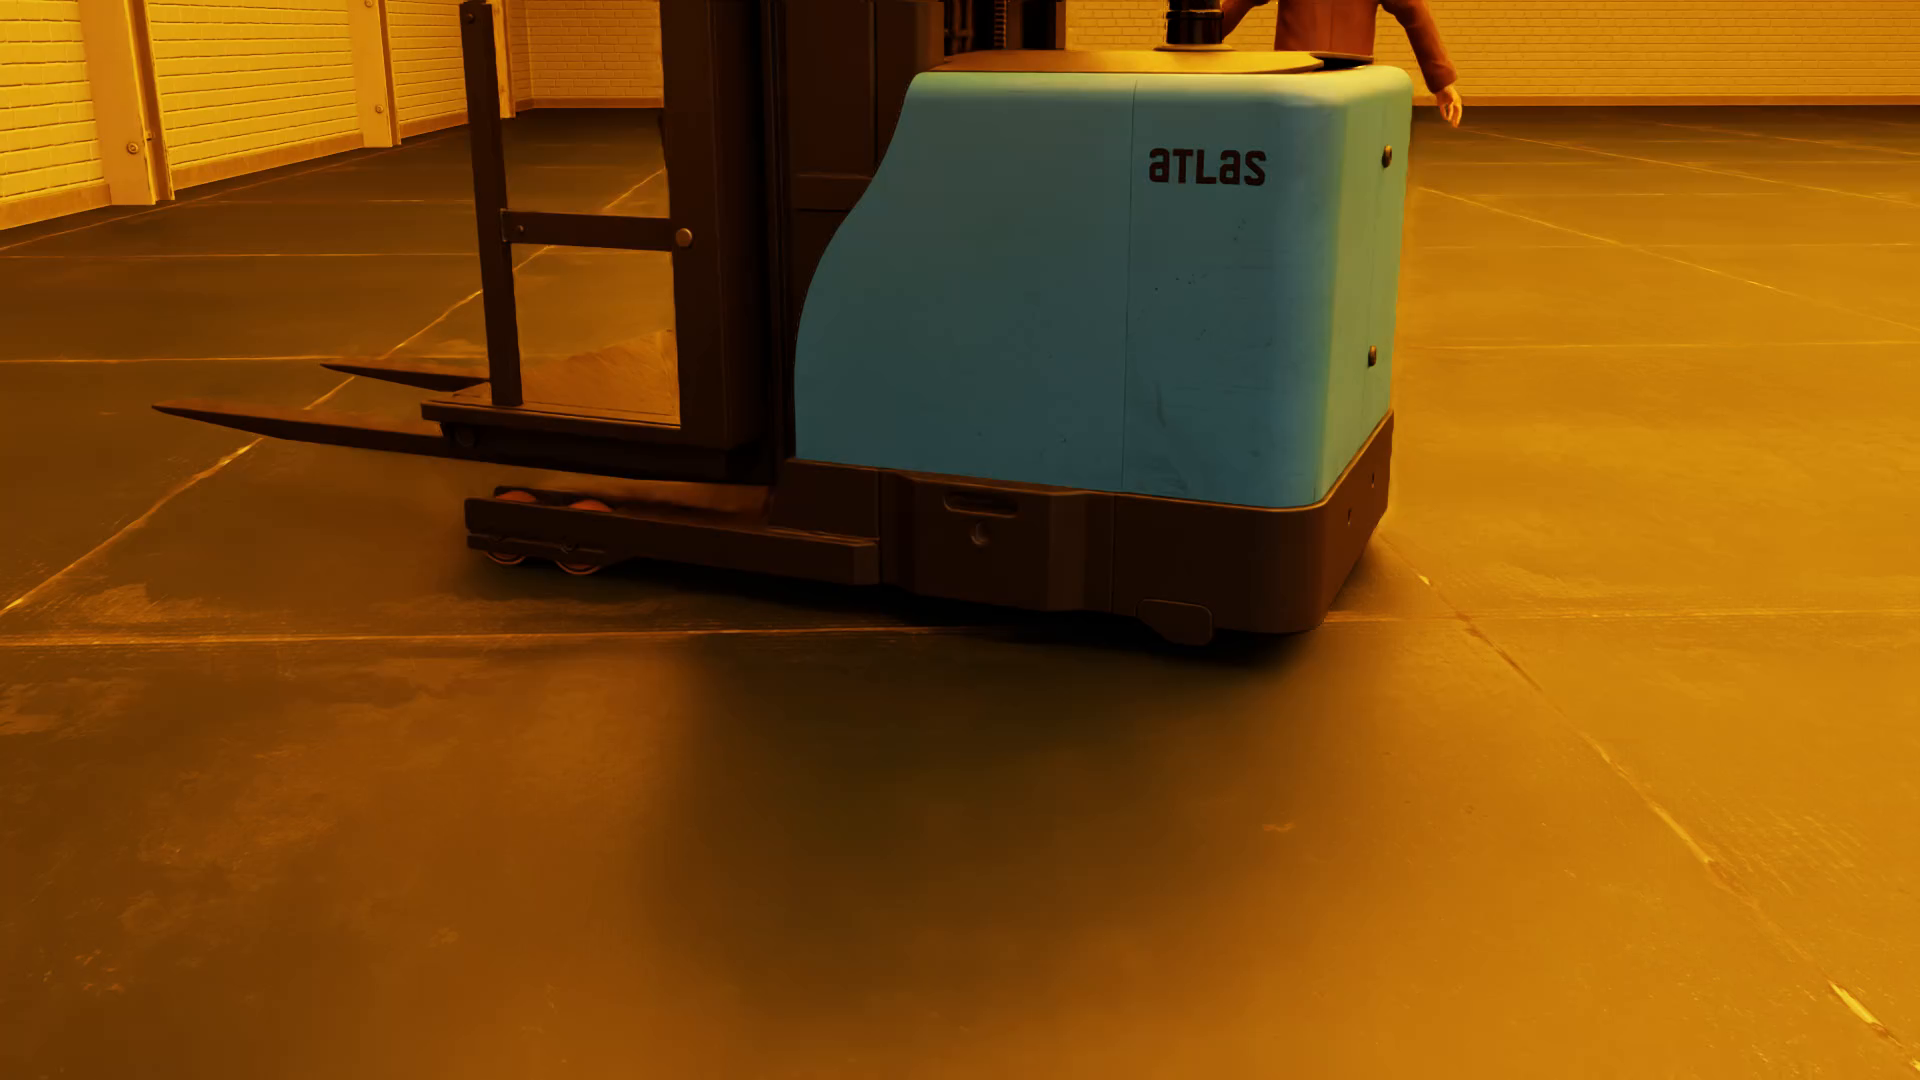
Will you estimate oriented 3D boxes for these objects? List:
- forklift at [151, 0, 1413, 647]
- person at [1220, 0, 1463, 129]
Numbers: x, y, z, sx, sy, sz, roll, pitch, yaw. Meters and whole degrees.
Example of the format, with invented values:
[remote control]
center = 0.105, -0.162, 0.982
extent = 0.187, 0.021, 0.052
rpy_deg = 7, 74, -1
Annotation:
[forklift]
center = -0.561, -1.457, 3.671
extent = 3.031, 2.935, 1.130
rpy_deg = 7, 18, 21
[person]
center = 1.486, -1.780, 6.810
extent = 1.049, 1.781, 0.758
rpy_deg = 0, 17, 1
